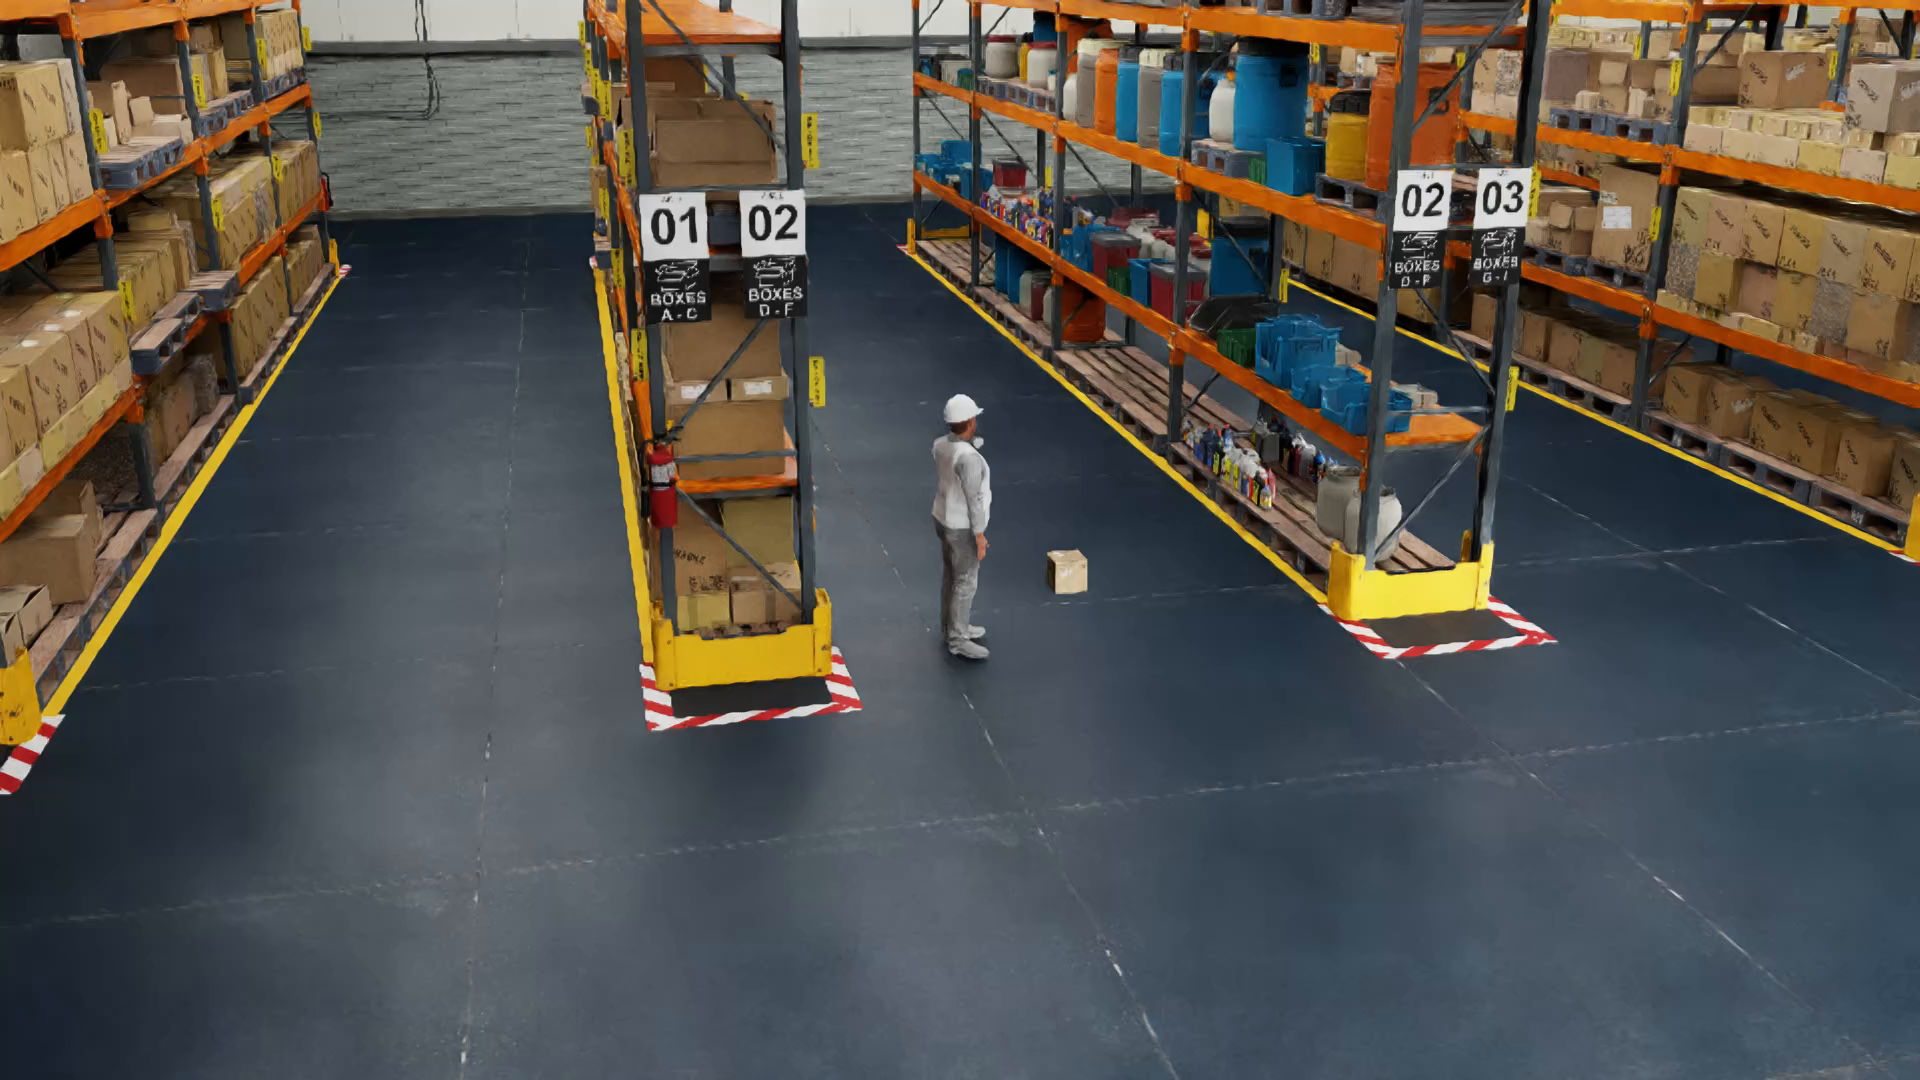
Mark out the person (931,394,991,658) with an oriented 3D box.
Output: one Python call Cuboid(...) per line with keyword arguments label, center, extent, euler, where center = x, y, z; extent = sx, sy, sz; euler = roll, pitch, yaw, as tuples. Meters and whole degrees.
Cuboid(label="person", center=(0.030, -0.117, 11.284), extent=(0.383, 1.784, 0.591), euler=(-8, 21, -20))
